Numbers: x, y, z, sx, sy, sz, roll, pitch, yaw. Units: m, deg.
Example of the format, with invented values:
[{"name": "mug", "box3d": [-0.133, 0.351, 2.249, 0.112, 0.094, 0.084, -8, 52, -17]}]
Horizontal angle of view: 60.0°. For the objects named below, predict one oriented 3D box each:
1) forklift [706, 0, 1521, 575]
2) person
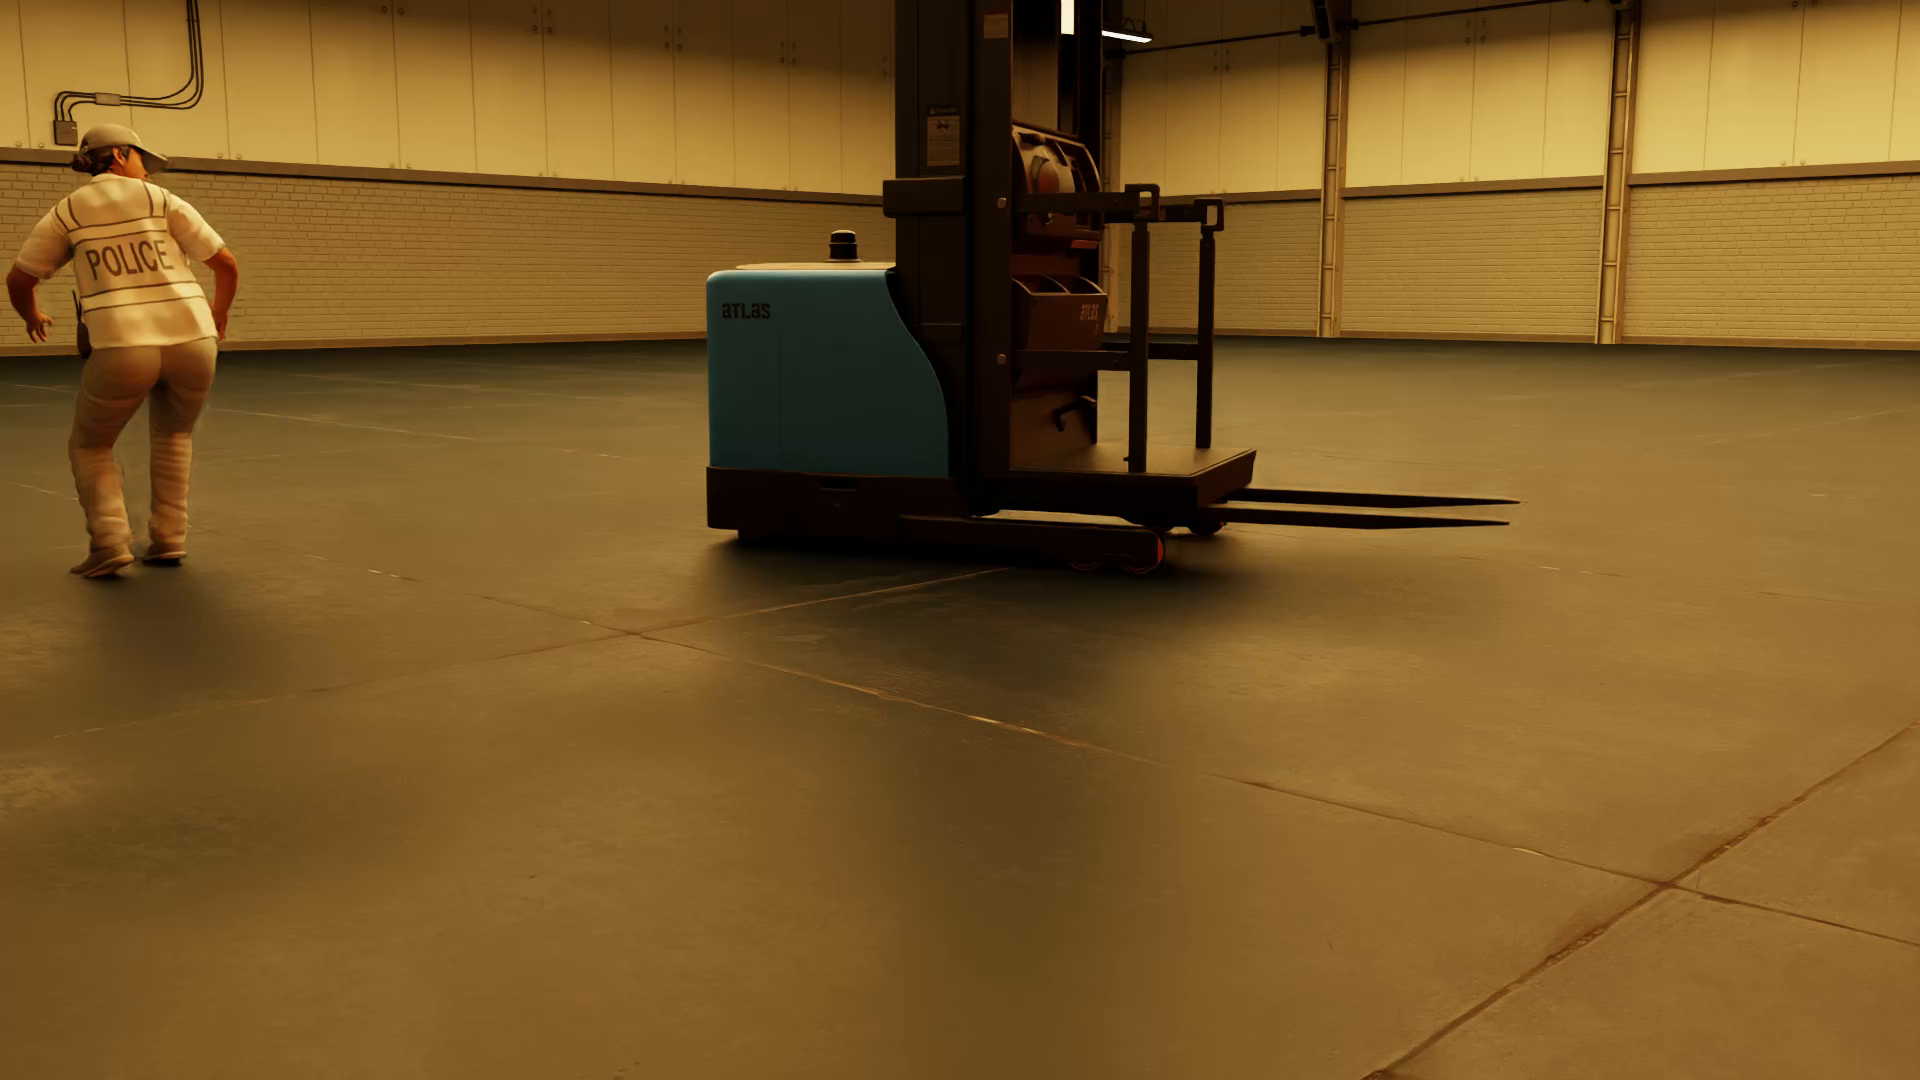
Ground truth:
[{"name": "forklift", "box3d": [0.565, -1.416, 6.275, 3.031, 2.935, 1.130, 3, 9, 22]}, {"name": "person", "box3d": [-2.991, -0.674, 5.981, 0.725, 1.604, 0.688, -6, 11, -36]}]
